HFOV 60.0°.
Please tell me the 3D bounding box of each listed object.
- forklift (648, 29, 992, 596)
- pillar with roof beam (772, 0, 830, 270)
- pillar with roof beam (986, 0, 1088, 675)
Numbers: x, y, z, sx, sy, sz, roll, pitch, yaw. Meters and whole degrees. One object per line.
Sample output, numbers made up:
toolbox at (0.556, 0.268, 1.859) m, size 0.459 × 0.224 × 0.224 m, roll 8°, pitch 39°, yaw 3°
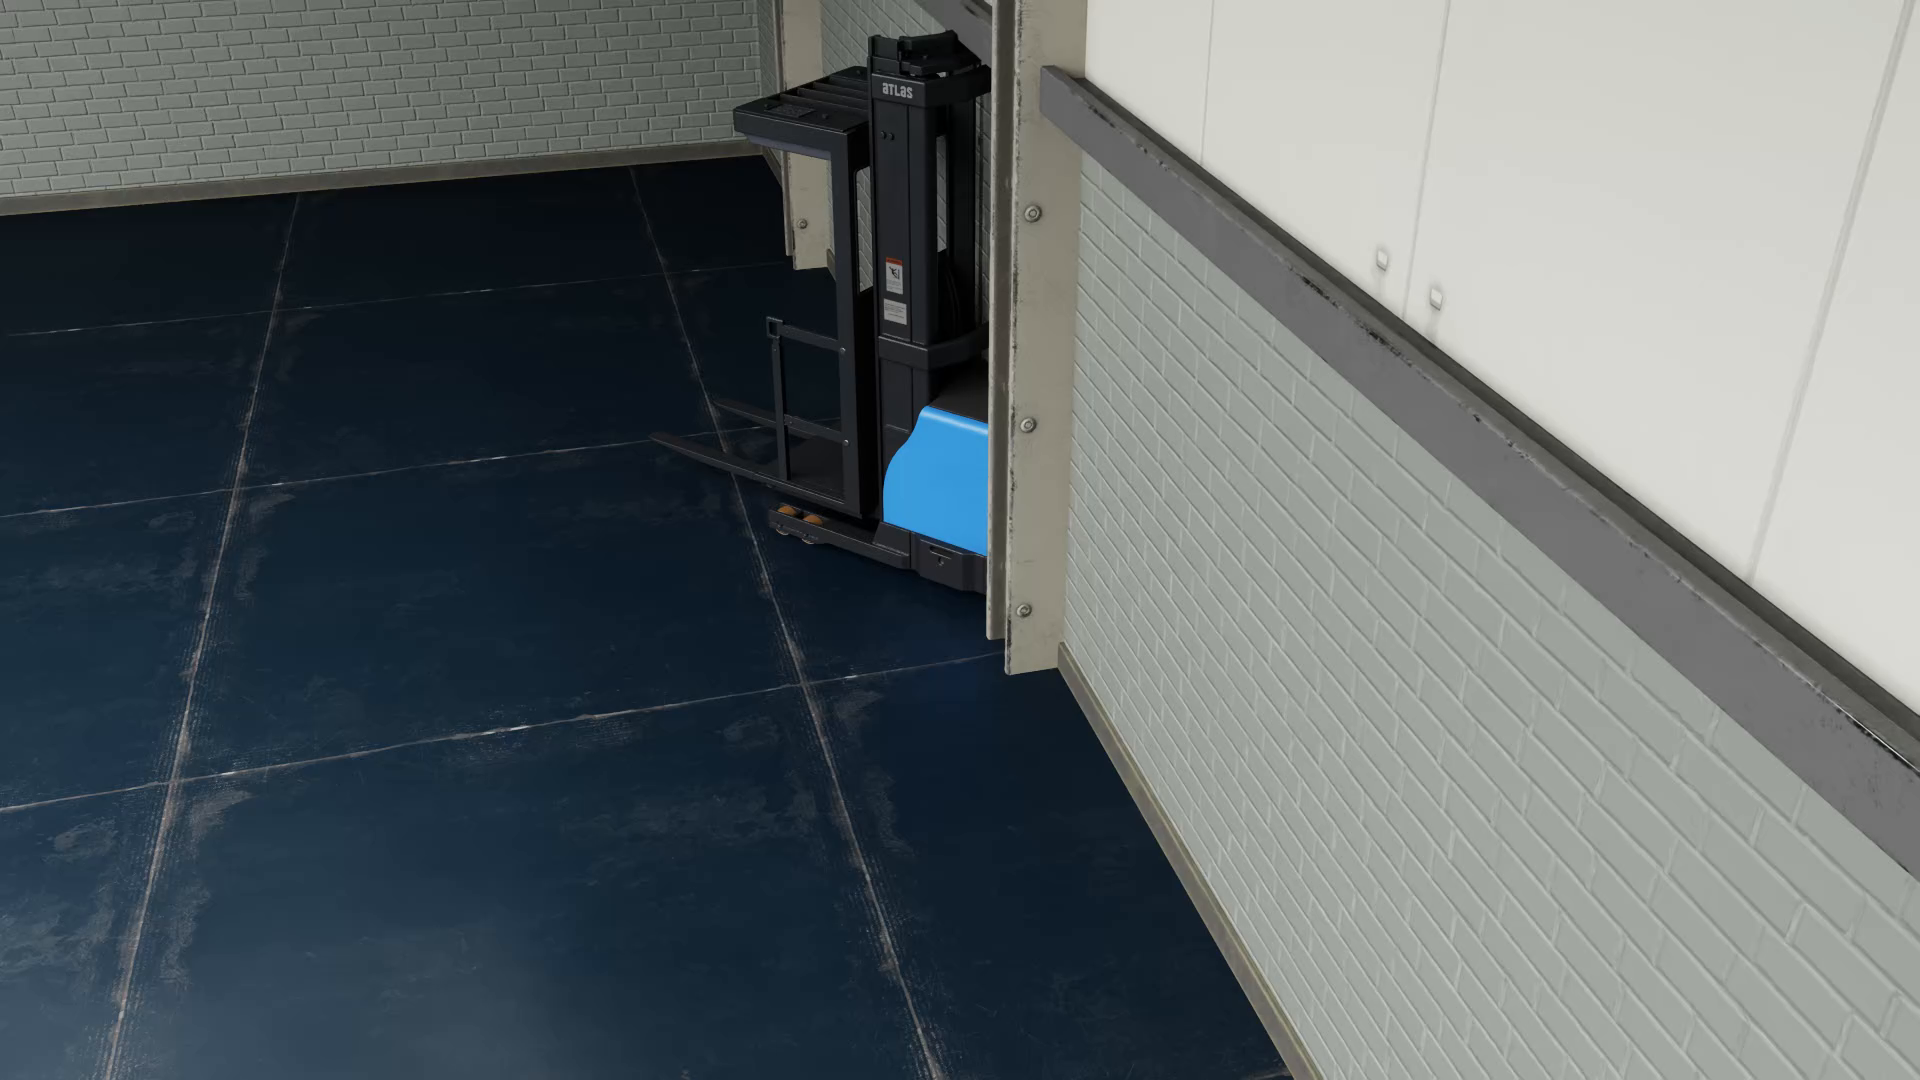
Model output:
forklift at (-0.517, -1.443, 9.318) m, size 3.031 × 2.935 × 1.130 m, roll 19°, pitch 35°, yaw 29°
pillar with roof beam at (-5.403, -5.641, 10.514) m, size 9.100 × 9.000 × 0.400 m, roll -8°, pitch 31°, yaw -13°
pillar with roof beam at (-3.811, -2.744, 5.507) m, size 9.100 × 9.000 × 0.400 m, roll -8°, pitch 31°, yaw -13°
